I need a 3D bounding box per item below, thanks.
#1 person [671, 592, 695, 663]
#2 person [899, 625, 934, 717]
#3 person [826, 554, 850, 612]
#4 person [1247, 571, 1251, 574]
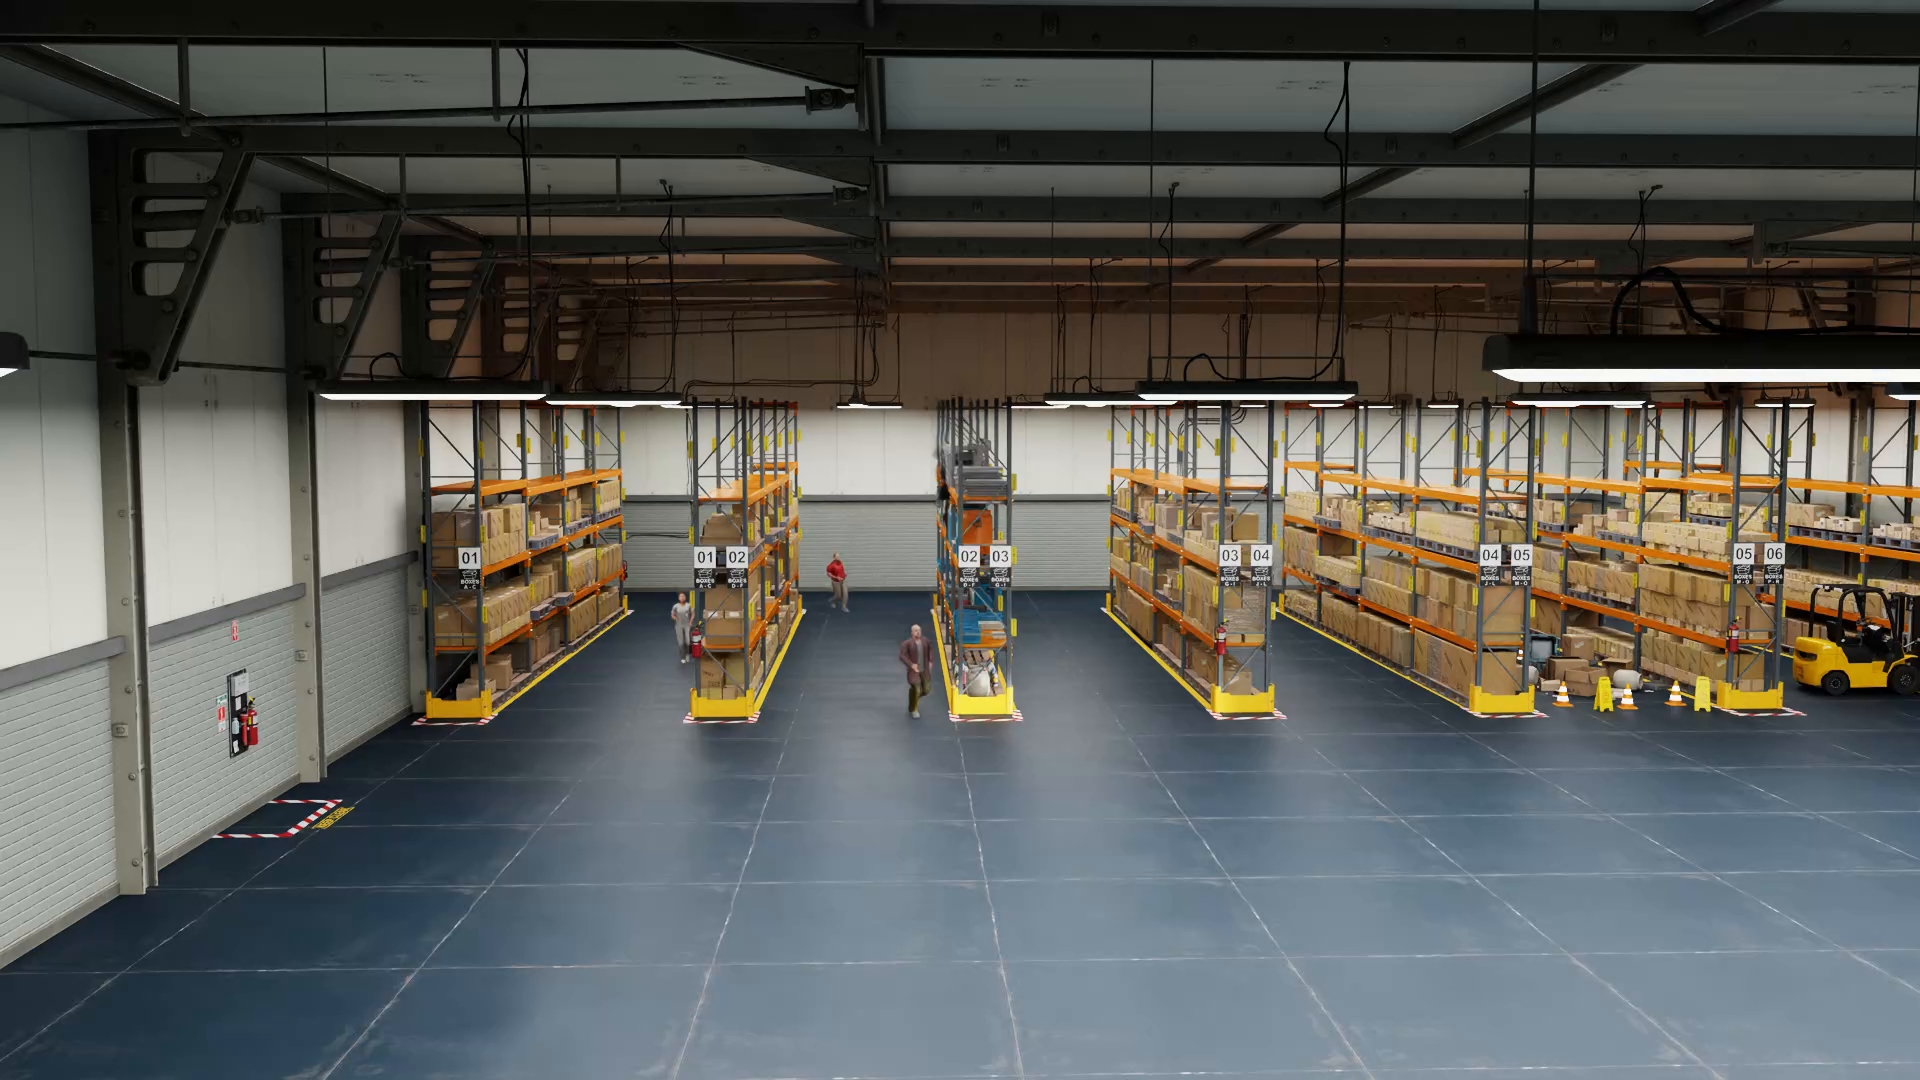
[{"bbox_3d":[-6.254,1.993,37.613,0.553,1.621,0.564,-1,4,-11],"label":"person"},{"bbox_3d":[-0.785,2.457,31.193,0.739,1.743,0.639,-2,5,-27],"label":"person"},{"bbox_3d":[-3.550,1.221,47.680,0.729,1.685,0.703,4,6,40],"label":"person"},{"bbox_3d":[8.597,1.160,48.753,0.521,1.628,0.744,-1,5,-18],"label":"person"}]
